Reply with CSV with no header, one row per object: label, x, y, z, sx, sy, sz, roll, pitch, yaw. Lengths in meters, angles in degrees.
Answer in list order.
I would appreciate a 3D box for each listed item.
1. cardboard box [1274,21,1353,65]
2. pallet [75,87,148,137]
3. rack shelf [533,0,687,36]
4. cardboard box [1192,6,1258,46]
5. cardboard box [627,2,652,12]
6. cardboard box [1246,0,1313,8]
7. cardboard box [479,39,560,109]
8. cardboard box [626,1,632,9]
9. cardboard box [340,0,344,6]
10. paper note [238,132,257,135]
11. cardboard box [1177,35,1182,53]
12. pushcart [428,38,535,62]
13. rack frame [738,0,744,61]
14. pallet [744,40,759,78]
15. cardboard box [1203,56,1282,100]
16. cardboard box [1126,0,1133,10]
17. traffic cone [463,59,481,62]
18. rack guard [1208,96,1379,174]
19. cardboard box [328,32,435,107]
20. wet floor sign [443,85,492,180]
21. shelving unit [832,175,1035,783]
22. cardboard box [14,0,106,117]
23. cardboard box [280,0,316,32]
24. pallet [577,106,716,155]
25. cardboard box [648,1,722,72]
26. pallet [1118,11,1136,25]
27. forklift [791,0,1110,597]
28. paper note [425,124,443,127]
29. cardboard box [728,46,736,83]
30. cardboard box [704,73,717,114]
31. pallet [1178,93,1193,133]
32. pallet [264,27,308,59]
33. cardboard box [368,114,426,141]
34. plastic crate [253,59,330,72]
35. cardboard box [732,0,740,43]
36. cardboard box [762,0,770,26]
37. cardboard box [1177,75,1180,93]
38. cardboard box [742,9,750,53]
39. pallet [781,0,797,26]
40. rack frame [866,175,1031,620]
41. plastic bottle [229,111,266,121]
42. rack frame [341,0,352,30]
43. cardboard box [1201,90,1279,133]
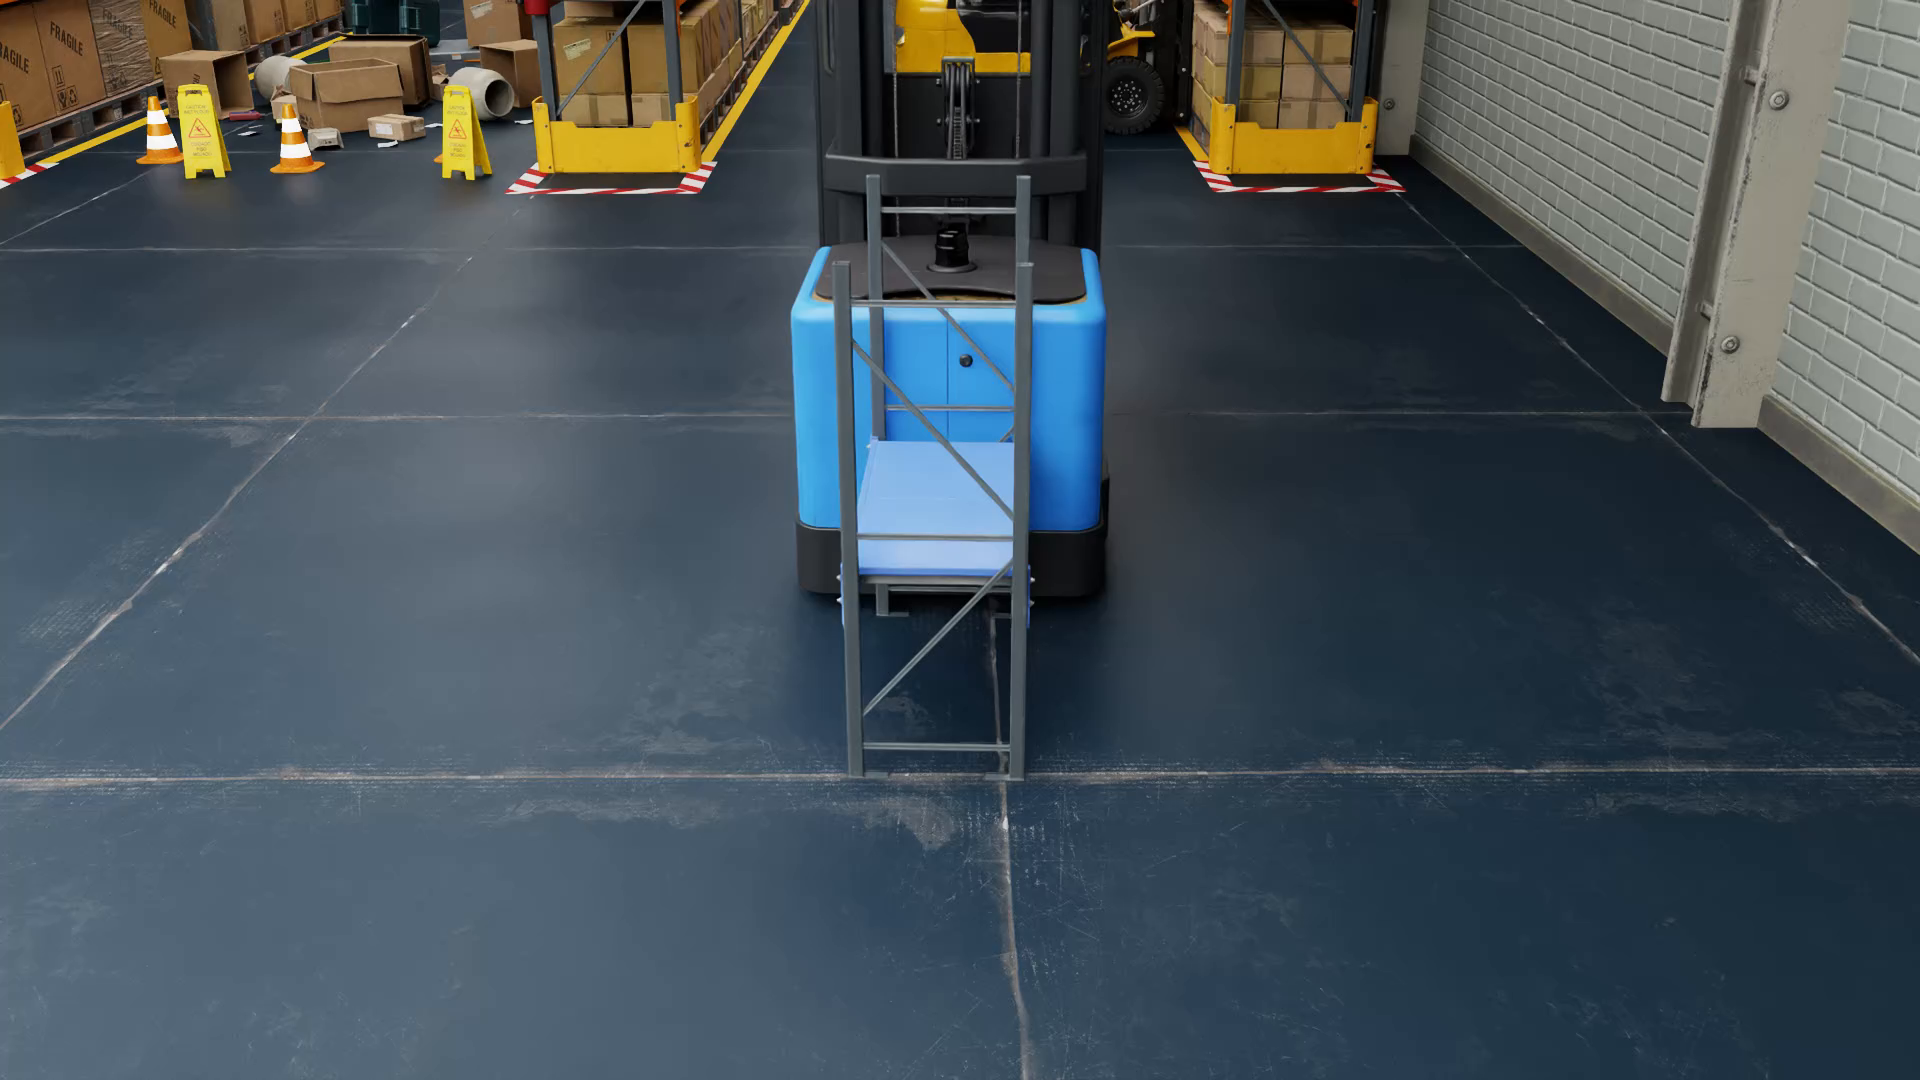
cardboard box,2.627,-3.721,12.451,0.500,0.250,0.500,-1,24,-1
pallet,-7.566,-3.600,13.954,1.003,0.211,1.213,0,24,-1
rack shelf,-2.542,-4.601,13.655,1.077,0.370,4.000,0,24,-1
cardboard box,2.100,-4.129,13.353,0.500,0.250,0.500,0,24,0
cardboard box,-2.797,-4.136,13.673,0.500,0.500,0.500,-1,24,-2
cardboard box,2.625,-4.344,13.829,0.500,0.250,0.500,-1,24,-2
cardboard box,-3.913,-4.167,14.854,0.500,0.500,0.500,19,30,35
cardboard box,-2.861,-4.372,13.407,0.380,0.149,0.250,1,24,2
cardboard box,-7.309,-6.682,19.908,0.500,0.500,0.500,-1,24,-3
paper note,-5.788,-3.323,13.563,0.144,0.017,0.142,8,26,18
cardboard box,2.102,-4.119,13.938,0.500,0.250,0.500,0,24,-1
pushcart,-4.843,-4.527,15.801,1.648,0.377,0.936,-9,26,-19
rack frame,-2.564,-5.752,15.329,1.000,3.000,0.127,0,24,-1
pallet,-2.574,-4.803,16.613,1.003,0.211,1.213,0,24,-1
cardboard box,2.125,-3.494,12.555,0.500,0.250,0.500,-1,24,-1
cardboard box,2.349,-6.277,18.860,0.875,0.625,0.625,1,24,1
traffic cone,-4.980,-5.216,17.222,0.336,0.463,0.334,0,24,-1
rack guard,2.444,-2.979,12.231,1.175,0.500,0.348,0,24,-1
cardboard box,-5.089,-4.126,14.598,0.797,0.637,0.503,0,24,-1
wet floor sign,-3.588,-2.948,11.986,0.267,0.644,0.232,8,26,18
shelving unit,-0.051,-0.213,4.901,0.538,1.500,1.048,1,24,2
cardboard box,-7.554,-3.905,13.313,0.875,0.875,0.875,-1,24,-1
cardboard box,-7.626,-5.892,17.857,1.050,0.750,0.750,0,24,0
pallet,-2.494,-3.200,13.069,1.003,0.211,1.213,0,24,-1
cardboard box,-2.261,-4.150,13.703,0.500,0.500,0.500,0,24,0
pallet,2.326,-5.815,18.850,1.003,0.211,1.213,0,24,-1
forklift,0.008,-1.705,6.464,1.130,2.935,3.031,1,24,2
paper note,-4.380,-3.477,13.916,0.148,0.019,0.142,8,26,18
cardboard box,-2.273,-4.229,14.788,0.500,0.250,0.500,-1,24,-2
cardboard box,-2.250,-3.587,13.367,0.500,0.250,0.500,1,24,1
pallet,2.383,-3.674,14.117,1.003,0.211,1.213,0,24,-1
pallet,-7.612,-5.240,17.579,1.003,0.211,1.213,0,24,-1
cardboard box,-4.554,-3.336,13.446,0.380,0.149,0.250,13,27,27
plastic crate,-6.200,-4.368,15.610,0.450,0.188,0.662,3,22,31
cardboard box,-2.289,-4.790,15.118,0.500,0.500,0.500,-1,24,-1
cardboard box,-2.595,-5.858,18.241,0.950,0.372,0.625,-1,24,-2
cardboard box,2.102,-3.884,14.024,0.500,0.250,0.500,1,24,1
cardboard box,-2.572,-4.963,16.262,0.950,0.372,0.625,0,24,0
pallet,-2.541,-6.455,20.267,1.003,0.211,1.213,0,24,-1
rack frame,-0.035,-0.422,5.364,0.500,1.500,0.032,1,24,2
plastic bottle,-6.070,-3.614,14.167,0.283,0.061,0.133,-9,26,-19
rack frame,-7.556,-7.337,18.832,1.000,3.000,0.127,0,24,-1
cardboard box,2.122,-3.259,12.642,0.500,0.250,0.500,0,24,0
